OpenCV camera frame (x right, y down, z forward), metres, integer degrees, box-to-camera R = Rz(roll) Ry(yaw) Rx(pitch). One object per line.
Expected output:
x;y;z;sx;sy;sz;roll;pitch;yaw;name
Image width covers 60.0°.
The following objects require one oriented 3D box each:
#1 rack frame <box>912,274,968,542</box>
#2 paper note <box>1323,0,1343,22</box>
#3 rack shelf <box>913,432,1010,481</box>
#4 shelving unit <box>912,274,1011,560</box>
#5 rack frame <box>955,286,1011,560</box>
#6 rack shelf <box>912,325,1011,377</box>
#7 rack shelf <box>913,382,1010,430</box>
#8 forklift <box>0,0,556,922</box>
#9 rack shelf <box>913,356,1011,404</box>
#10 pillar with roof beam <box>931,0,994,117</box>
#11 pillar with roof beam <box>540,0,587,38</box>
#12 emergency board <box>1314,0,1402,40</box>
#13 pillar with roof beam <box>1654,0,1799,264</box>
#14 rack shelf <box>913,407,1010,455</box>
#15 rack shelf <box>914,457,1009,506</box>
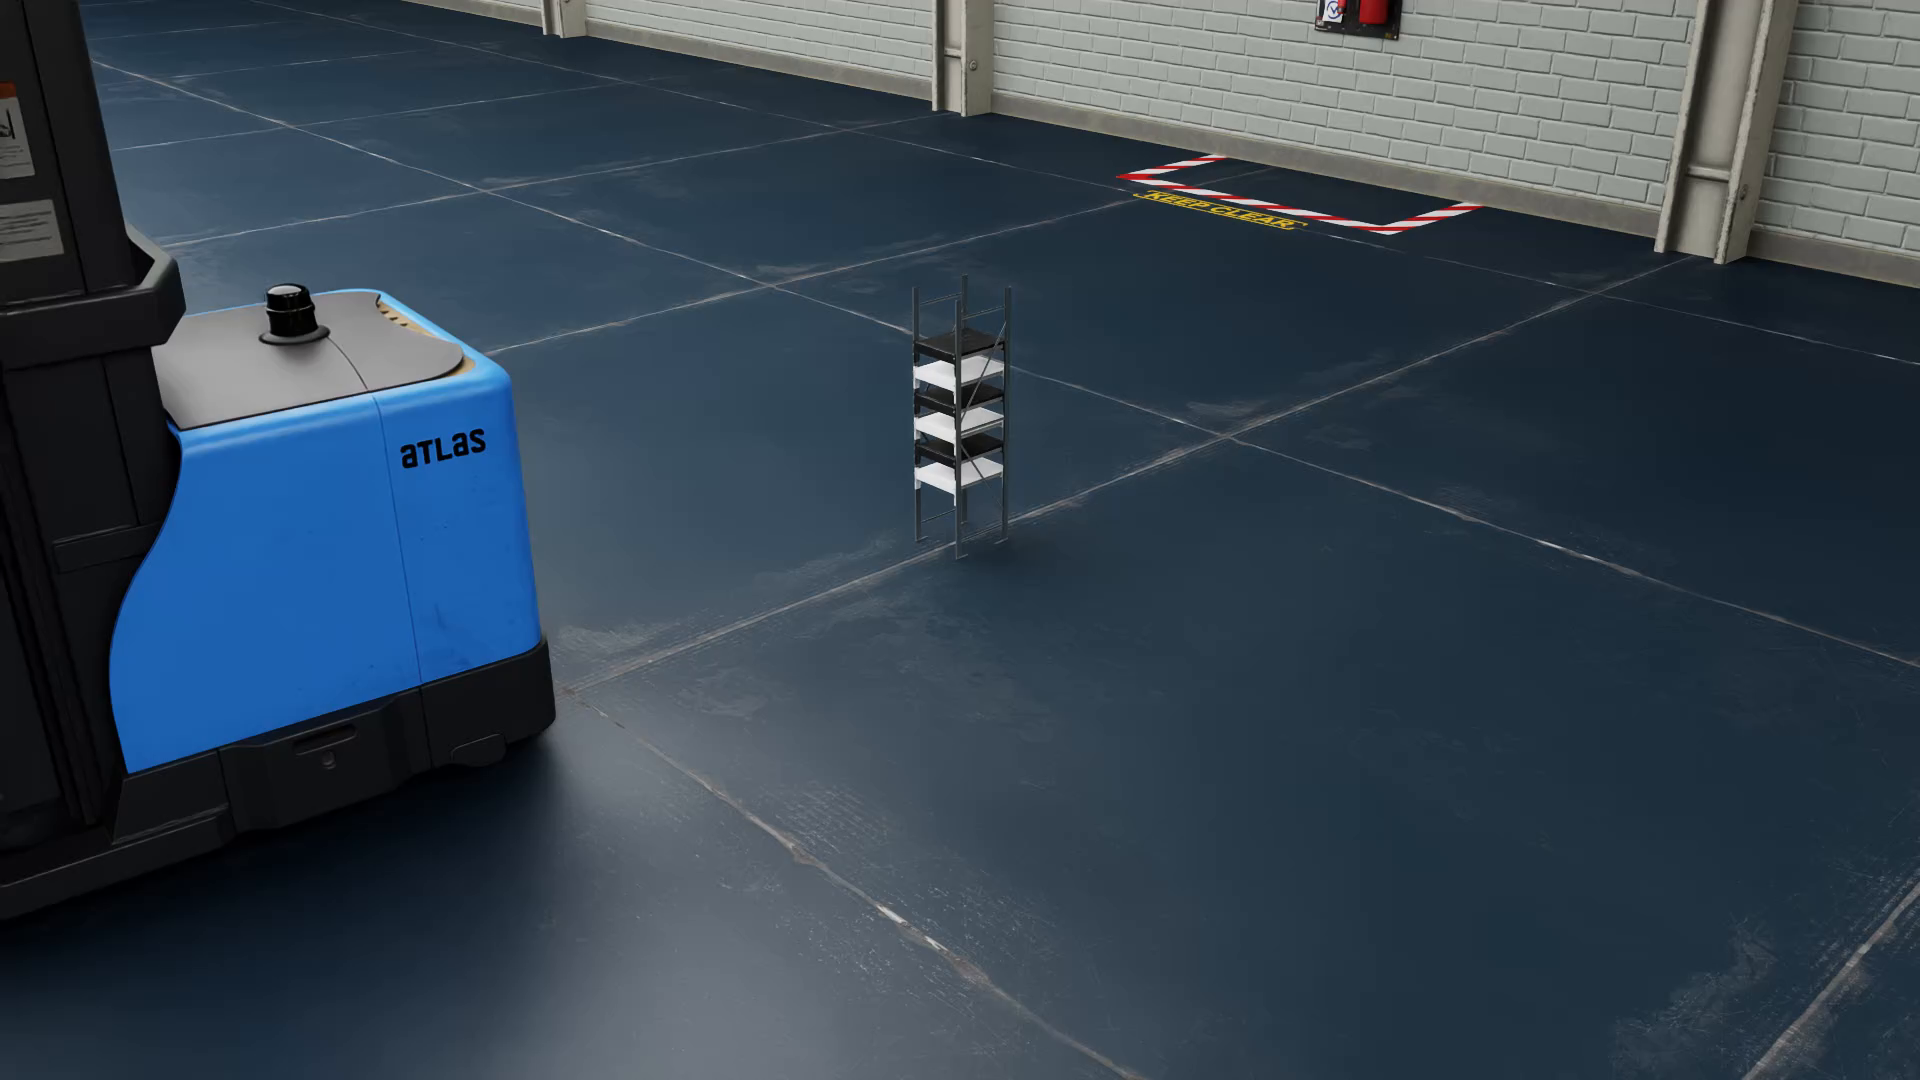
-0.064;-0.438;5.625;0.240;0.900;0.006;-21;32;-38;rack frame
2.390;-3.396;10.641;0.016;0.148;0.142;-21;32;-38;paper note
0.006;-0.295;5.609;0.258;0.077;0.200;-21;32;-38;rack shelf
0.006;-0.407;5.558;0.258;0.900;0.210;-21;32;-38;shelving unit
0.075;-0.376;5.490;0.240;0.900;0.006;-21;32;-38;rack frame
0.006;-0.622;5.460;0.258;0.077;0.200;-21;32;-38;rack shelf
0.006;-0.459;5.534;0.258;0.077;0.200;-21;32;-38;rack shelf
-2.580;-0.568;3.463;3.031;2.935;1.130;-17;30;-33;forklift
0.006;-0.540;5.497;0.258;0.077;0.200;-21;32;-38;rack shelf
-3.122;-6.290;8.696;9.100;9.000;0.400;-21;32;-38;pillar with roof beam
-7.223;-8.108;12.680;9.100;9.000;0.400;-21;32;-38;pillar with roof beam
2.461;-3.724;10.298;0.194;1.169;0.643;-21;32;-38;emergency board
0.979;-4.472;4.711;9.100;9.000;0.400;-21;32;-38;pillar with roof beam
0.006;-0.377;5.572;0.258;0.077;0.200;-21;32;-38;rack shelf
0.006;-0.213;5.646;0.258;0.077;0.200;-21;32;-38;rack shelf
